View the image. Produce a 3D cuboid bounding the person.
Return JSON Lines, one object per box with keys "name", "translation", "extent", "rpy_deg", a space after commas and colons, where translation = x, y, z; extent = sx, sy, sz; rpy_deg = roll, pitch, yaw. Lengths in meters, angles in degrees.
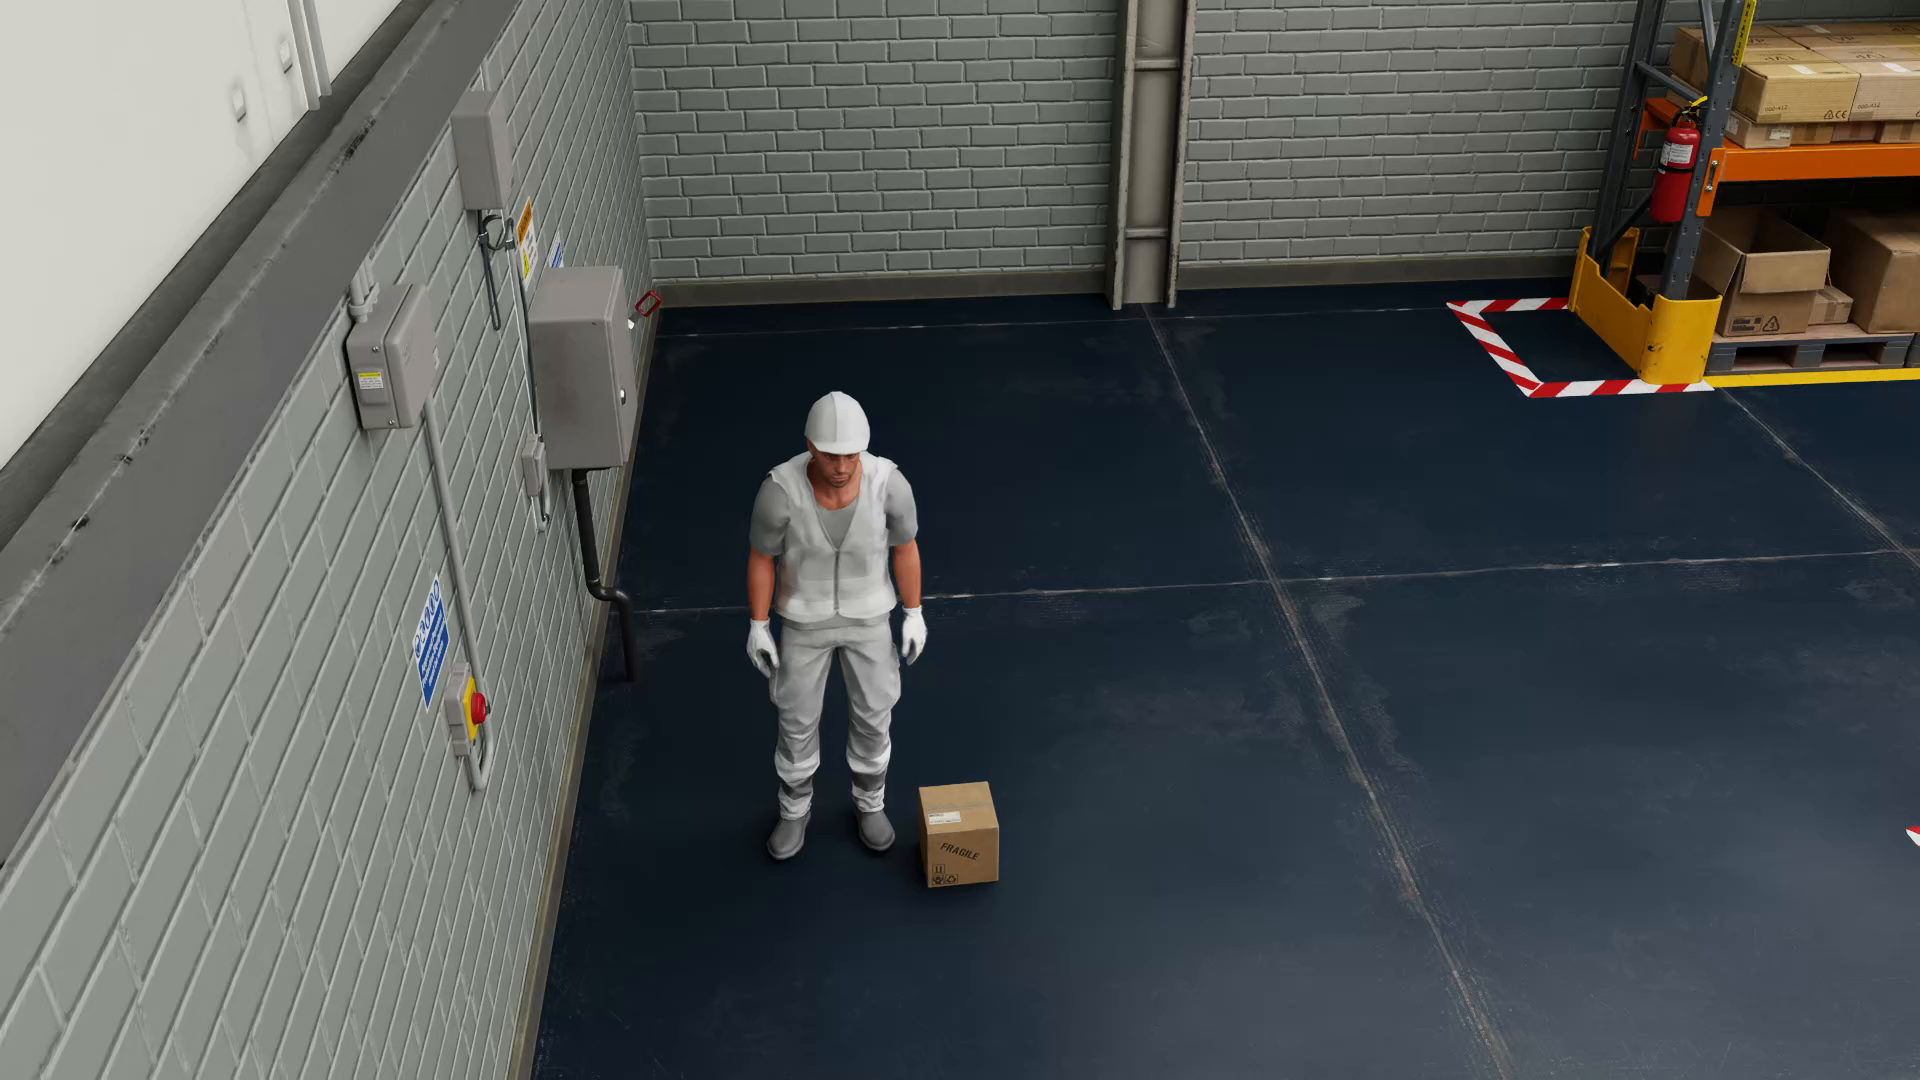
{"name": "person", "translation": [-0.416, 0.292, 5.629], "extent": [0.618, 1.779, 0.451], "rpy_deg": [-5, 31, -8]}
